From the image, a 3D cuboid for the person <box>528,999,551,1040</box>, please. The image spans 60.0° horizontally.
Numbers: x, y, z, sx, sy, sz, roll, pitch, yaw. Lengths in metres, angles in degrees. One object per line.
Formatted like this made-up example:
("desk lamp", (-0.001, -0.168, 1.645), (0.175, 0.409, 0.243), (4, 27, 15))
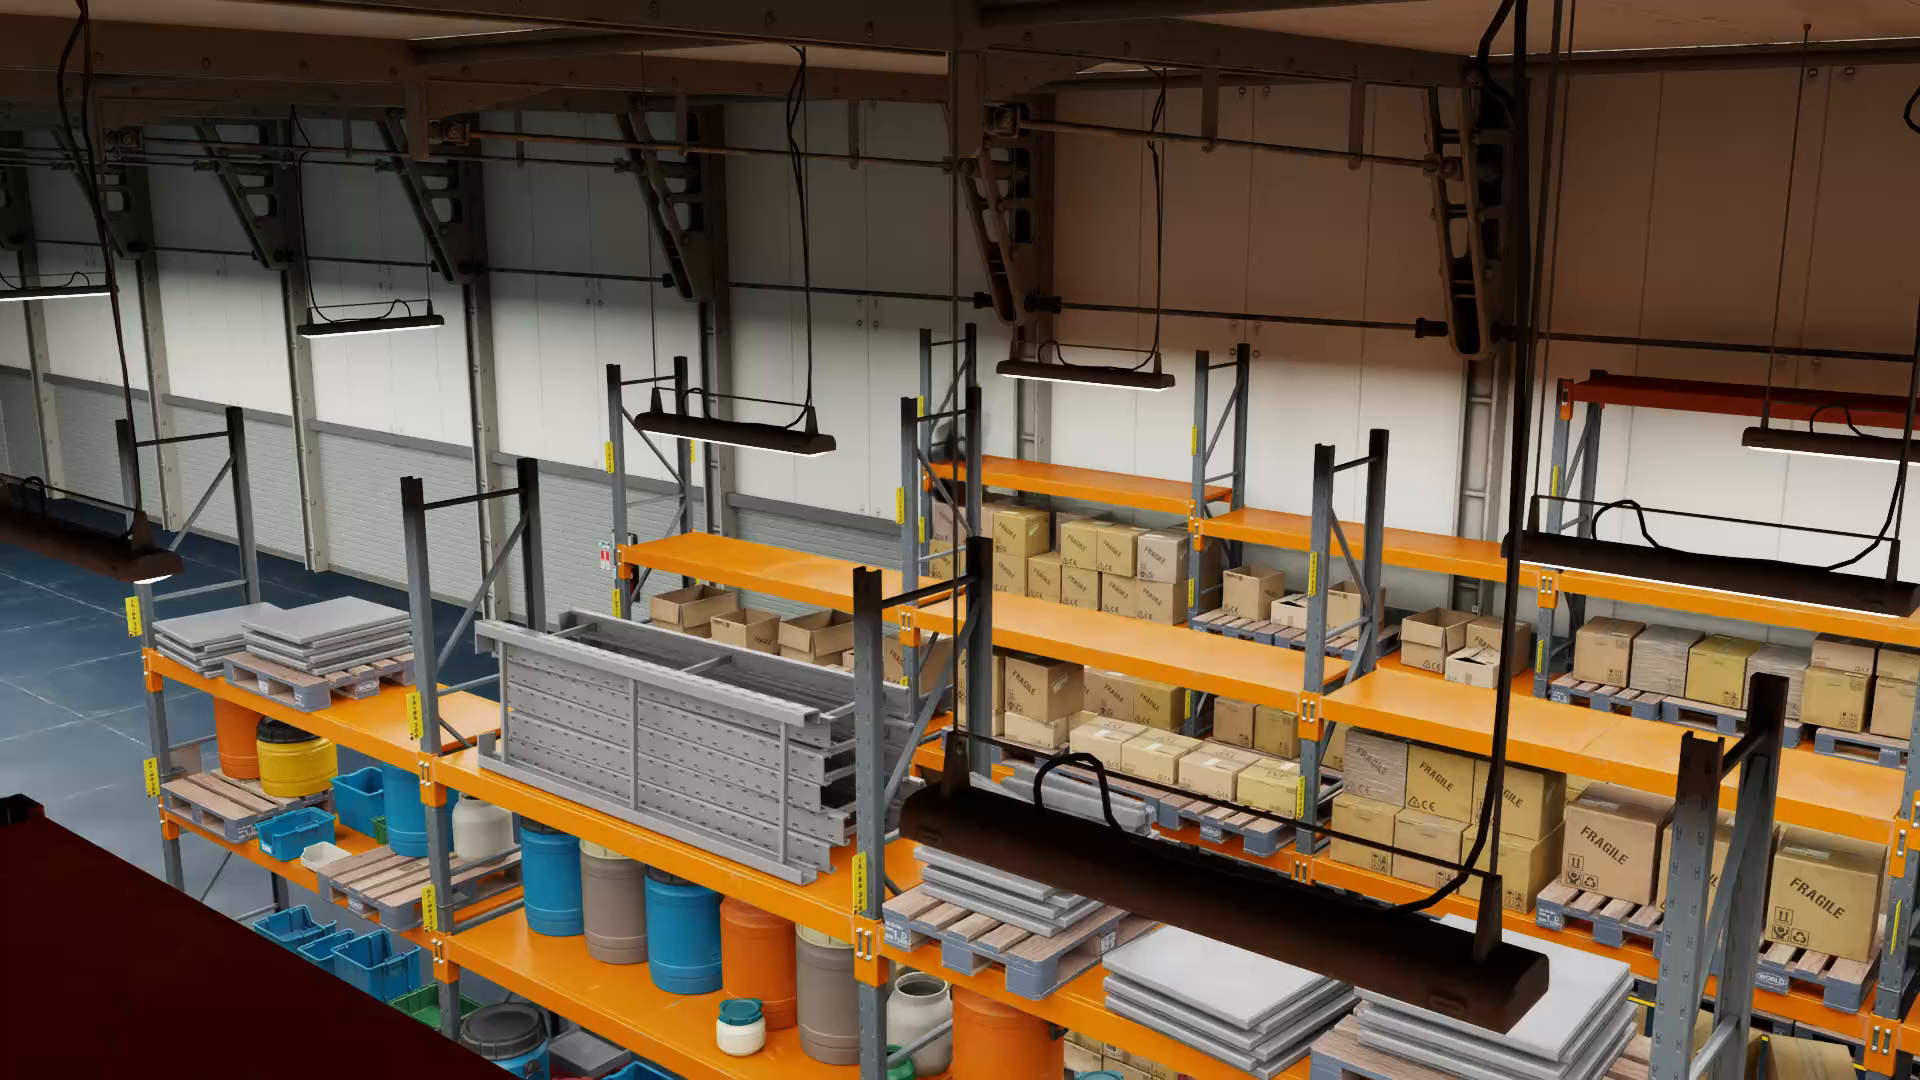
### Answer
("person", (-3.770, 3.906, 14.989), (0.689, 1.805, 0.675), (8, 15, 31))
